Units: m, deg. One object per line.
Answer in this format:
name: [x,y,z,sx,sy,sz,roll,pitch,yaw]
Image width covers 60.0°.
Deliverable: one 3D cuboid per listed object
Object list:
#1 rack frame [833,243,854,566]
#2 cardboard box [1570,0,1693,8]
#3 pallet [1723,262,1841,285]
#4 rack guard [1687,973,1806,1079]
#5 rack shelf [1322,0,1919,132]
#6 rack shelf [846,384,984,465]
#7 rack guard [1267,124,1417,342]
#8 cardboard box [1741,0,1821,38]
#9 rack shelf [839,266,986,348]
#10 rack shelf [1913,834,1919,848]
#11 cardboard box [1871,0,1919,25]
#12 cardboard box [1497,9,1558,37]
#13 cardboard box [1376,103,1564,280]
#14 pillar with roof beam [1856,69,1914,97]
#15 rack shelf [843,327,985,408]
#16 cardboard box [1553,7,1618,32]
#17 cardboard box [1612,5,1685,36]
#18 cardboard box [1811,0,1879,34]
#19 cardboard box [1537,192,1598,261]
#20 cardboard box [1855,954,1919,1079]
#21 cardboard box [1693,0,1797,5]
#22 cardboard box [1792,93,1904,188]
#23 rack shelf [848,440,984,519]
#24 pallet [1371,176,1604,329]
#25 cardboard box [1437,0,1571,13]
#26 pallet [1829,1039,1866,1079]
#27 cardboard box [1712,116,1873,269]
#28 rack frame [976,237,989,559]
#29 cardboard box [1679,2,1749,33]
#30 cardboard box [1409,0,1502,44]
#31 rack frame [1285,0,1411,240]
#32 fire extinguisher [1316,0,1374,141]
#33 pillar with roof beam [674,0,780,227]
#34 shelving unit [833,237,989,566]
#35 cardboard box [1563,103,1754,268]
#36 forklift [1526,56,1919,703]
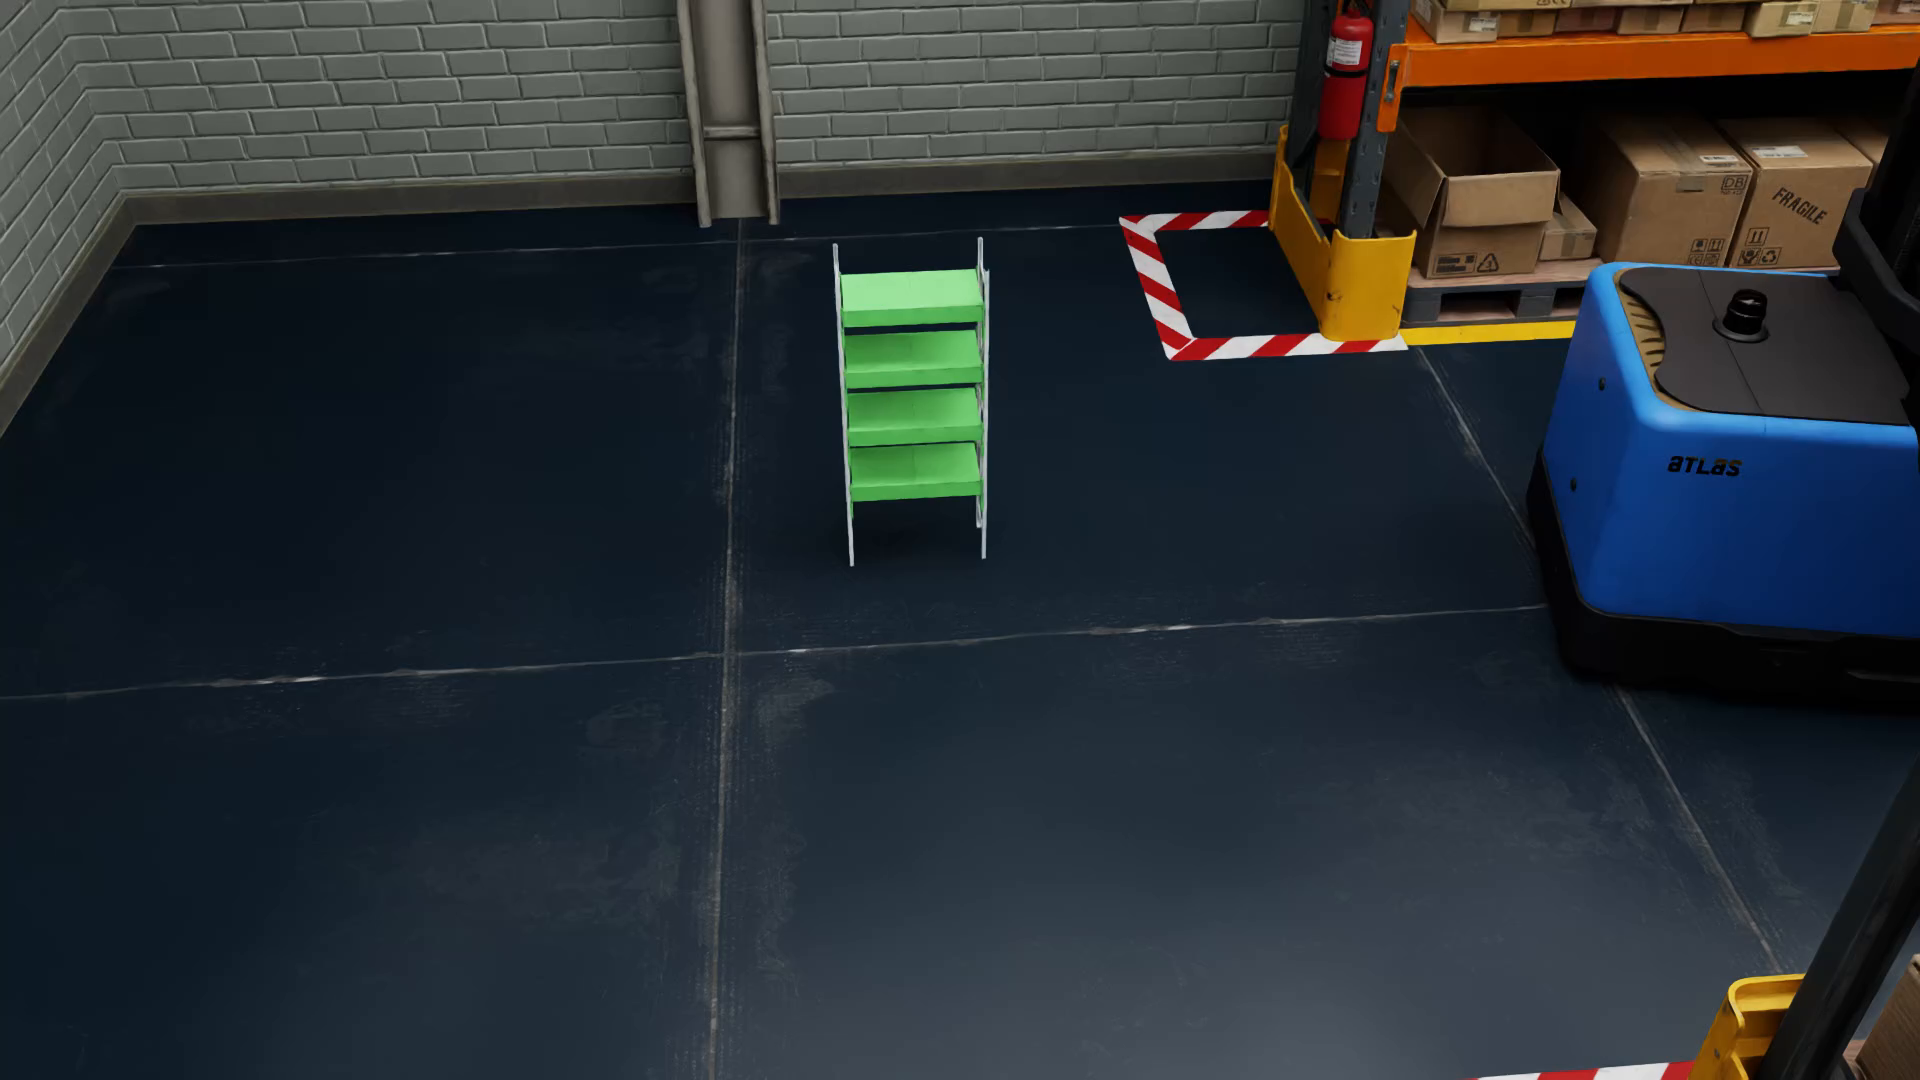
rack frame: [-0.408,-0.449,5.850,0.015,1.200,0.240,-3,38,-4]
cardboard box: [2.640,-2.362,6.703,0.500,0.250,0.500,-3,38,-3]
pallet: [3.744,-1.436,7.900,1.213,0.211,1.003,-3,38,-4]
rack guard: [2.082,1.628,3.784,0.348,0.500,1.175,-3,38,-4]
rack shelf: [3.654,-2.245,7.254,4.000,0.370,1.077,-3,38,-4]
rack shelf: [-0.165,-0.412,5.906,0.480,0.148,0.258,-3,38,-4]
rack guard: [1.738,-1.440,7.672,0.348,0.500,1.175,-3,38,-4]
cardboard box: [3.302,-2.208,6.829,0.250,0.149,0.380,-4,38,-5]
rack shelf: [-0.165,-0.789,5.609,0.480,0.148,0.258,-3,38,-4]
rack shelf: [4.098,0.818,3.373,4.000,0.370,1.077,-3,38,-4]
cardboard box: [3.813,-2.291,6.935,0.250,0.149,0.380,-3,38,-4]
cardboard box: [2.263,-2.210,6.832,0.250,0.149,0.380,-2,38,-3]
cardboard box: [2.280,-1.577,7.504,0.637,0.503,0.797,-5,39,-6]
pillar with roof beam: [5.254,-2.854,2.602,0.400,9.000,9.100,-3,38,-4]
rack shelf: [-0.165,-0.600,5.758,0.480,0.148,0.258,-3,38,-4]
cardboard box: [2.522,-2.246,6.878,0.250,0.149,0.380,-4,38,-5]
cardboard box: [2.779,-2.222,6.847,0.250,0.149,0.380,-2,38,-3]
cardboard box: [3.562,-2.235,6.863,0.250,0.149,0.380,-2,38,-3]
cardboard box: [2.706,-1.437,7.613,0.250,0.149,0.380,-5,39,-6]
cardboard box: [2.754,1.388,3.799,0.875,0.438,0.875,-4,38,-6]
cardboard box: [3.145,-2.392,6.740,0.500,0.250,0.500,-4,38,-5]
cardboard box: [4.169,-1.656,7.606,0.500,0.500,0.700,-5,38,-6]
rack shelf: [-0.165,-0.223,6.055,0.480,0.148,0.258,-3,38,-4]
pallet: [2.532,-1.371,7.817,1.213,0.211,1.003,-3,38,-4]
cardboard box: [2.138,-2.334,6.667,0.500,0.250,0.500,-3,38,-4]
pallet: [2.895,1.648,3.992,1.213,0.211,1.003,-3,38,-4]
cardboard box: [3.670,-1.566,7.492,0.500,0.500,0.500,-2,38,-3]
rack frame: [0.078,-0.475,5.884,0.015,1.200,0.240,-3,38,-4]
cardboard box: [3.043,-2.240,6.870,0.250,0.149,0.380,-3,38,-3]
cardboard box: [2.014,-2.168,6.778,0.250,0.149,0.380,-3,38,-4]
rack frame: [1.662,-2.417,6.892,0.127,3.000,1.000,-3,38,-4]
fire extinguisher: [1.557,-1.947,6.660,0.183,0.674,0.296,-3,38,-4]
pillar with roof beam: [-0.722,-2.525,2.185,0.400,9.000,9.100,-3,38,-4]
shelving unit: [-0.165,-0.462,5.867,0.503,1.200,0.258,-3,38,-4]
cardboard box: [3.135,-1.599,7.534,0.500,0.500,0.700,-2,38,-2]
forklift: [3.602,-0.868,4.984,3.031,2.935,1.130,4,38,6]
